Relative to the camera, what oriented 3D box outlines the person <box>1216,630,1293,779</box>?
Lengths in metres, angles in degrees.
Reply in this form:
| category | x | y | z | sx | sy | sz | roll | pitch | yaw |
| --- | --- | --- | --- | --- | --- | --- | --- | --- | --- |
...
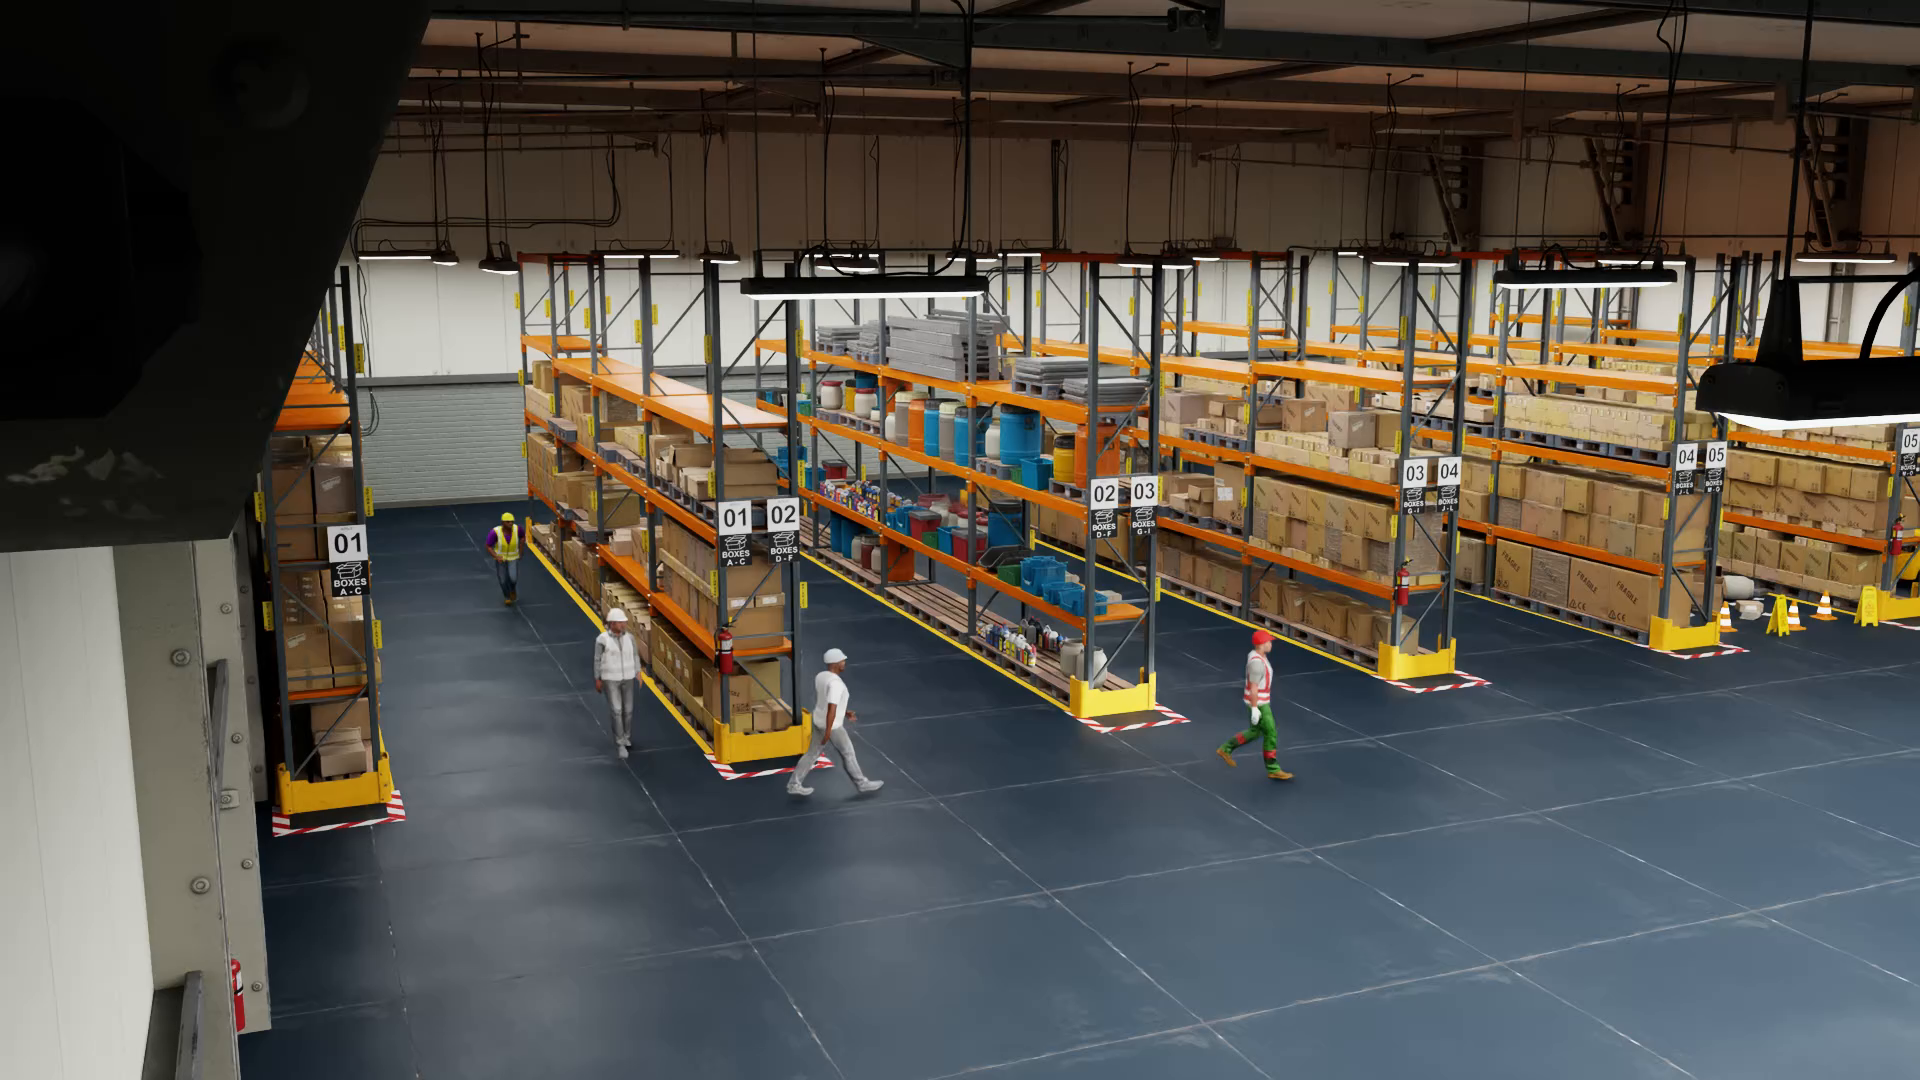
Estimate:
| category | x | y | z | sx | sy | sz | roll | pitch | yaw |
| --- | --- | --- | --- | --- | --- | --- | --- | --- | --- |
| person | 3.496 | 1.918 | 19.639 | 0.910 | 1.764 | 0.612 | 2 | 11 | 10 |

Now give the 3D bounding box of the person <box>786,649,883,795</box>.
| category | x | y | z | sx | sy | sz | roll | pitch | yaw |
| --- | --- | --- | --- | --- | --- | --- | --- | --- | --- |
| person | -1.430 | 2.073 | 18.891 | 1.121 | 1.695 | 0.628 | -3 | 11 | -18 |

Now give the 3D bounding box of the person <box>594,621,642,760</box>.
| category | x | y | z | sx | sy | sz | roll | pitch | yaw |
| --- | --- | --- | --- | --- | --- | --- | --- | --- | --- |
| person | -4.166 | 1.784 | 20.608 | 0.562 | 1.729 | 0.722 | -7 | 13 | -35 |

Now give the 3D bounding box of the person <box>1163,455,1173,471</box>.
| category | x | y | z | sx | sy | sz | roll | pitch | yaw |
| --- | --- | --- | --- | --- | --- | --- | --- | --- | --- |
| person | 5.484 | -2.290 | 42.890 | 0.672 | 1.636 | 0.453 | -5 | 11 | -23 |

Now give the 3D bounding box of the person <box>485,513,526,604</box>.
| category | x | y | z | sx | sy | sz | roll | pitch | yaw |
| --- | --- | --- | --- | --- | --- | --- | --- | --- | --- |
| person | -7.823 | 0.320 | 28.682 | 0.665 | 1.659 | 0.704 | -2 | 11 | -13 |
